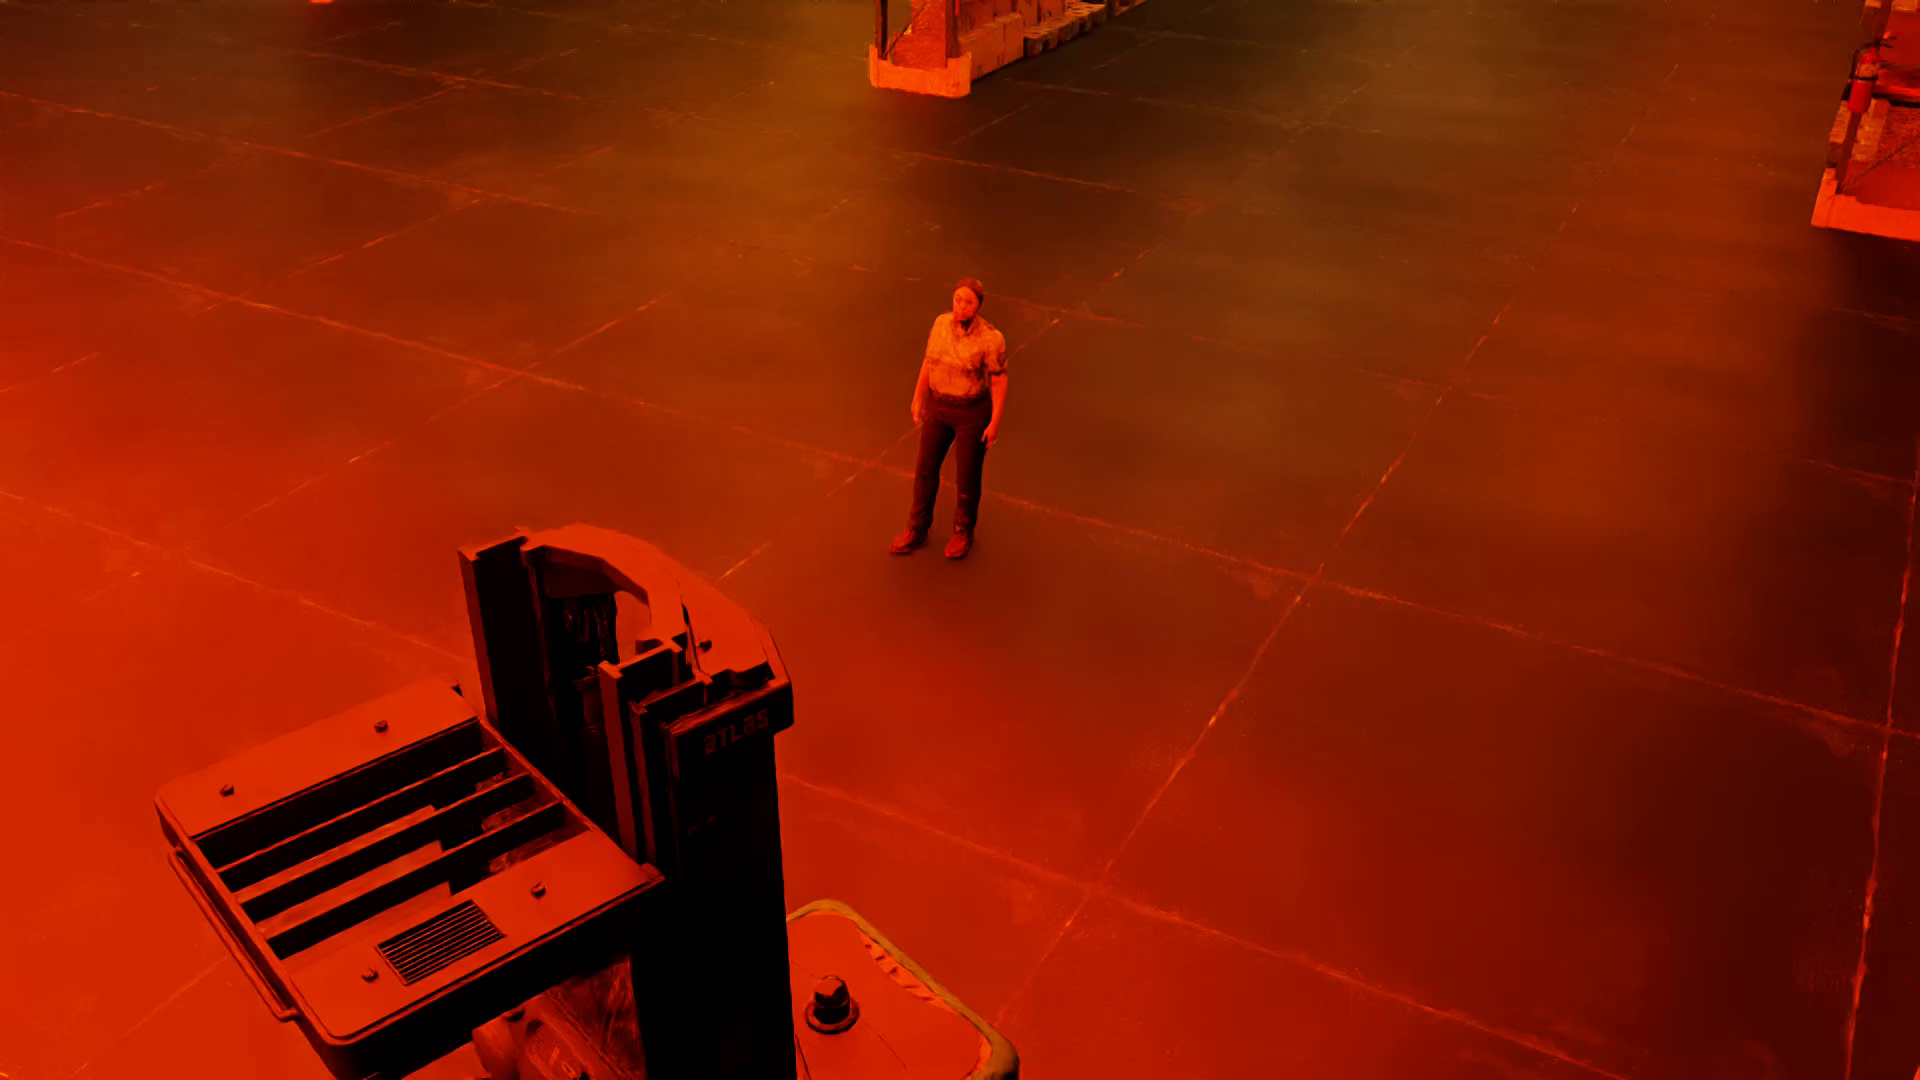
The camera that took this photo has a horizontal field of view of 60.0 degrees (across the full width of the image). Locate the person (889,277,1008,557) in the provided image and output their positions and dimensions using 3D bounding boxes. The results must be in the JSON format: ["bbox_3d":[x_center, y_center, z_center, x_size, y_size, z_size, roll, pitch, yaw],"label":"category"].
[{"bbox_3d":[-0.063,-0.686,9.529,0.599,1.650,0.502,15,33,25],"label":"person"}]

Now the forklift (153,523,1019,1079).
[{"bbox_3d":[-1.243,1.541,4.401,3.031,2.935,1.130,-24,37,-35],"label":"forklift"}]
